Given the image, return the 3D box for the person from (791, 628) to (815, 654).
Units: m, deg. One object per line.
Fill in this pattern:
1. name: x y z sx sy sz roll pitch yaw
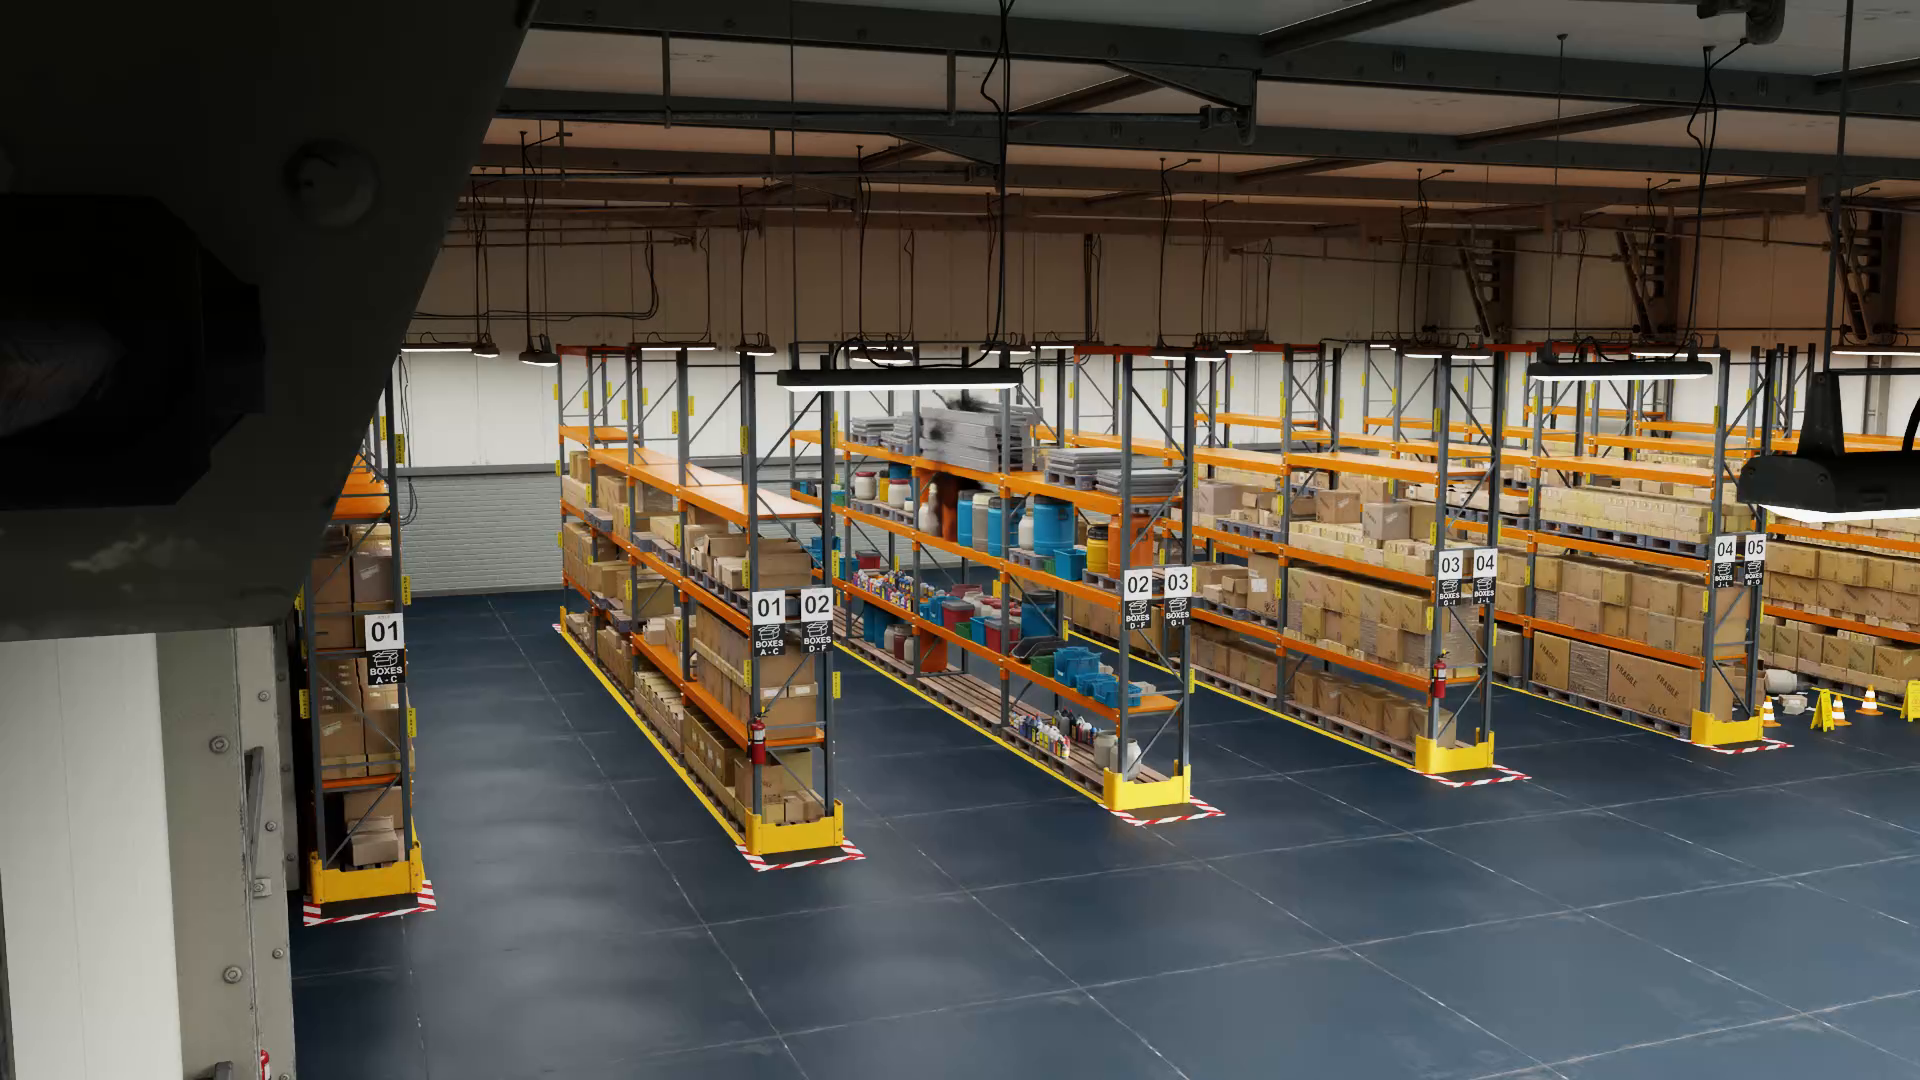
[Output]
1. person: -2.716 1.505 29.096 0.638 1.772 0.640 -4 8 -30
